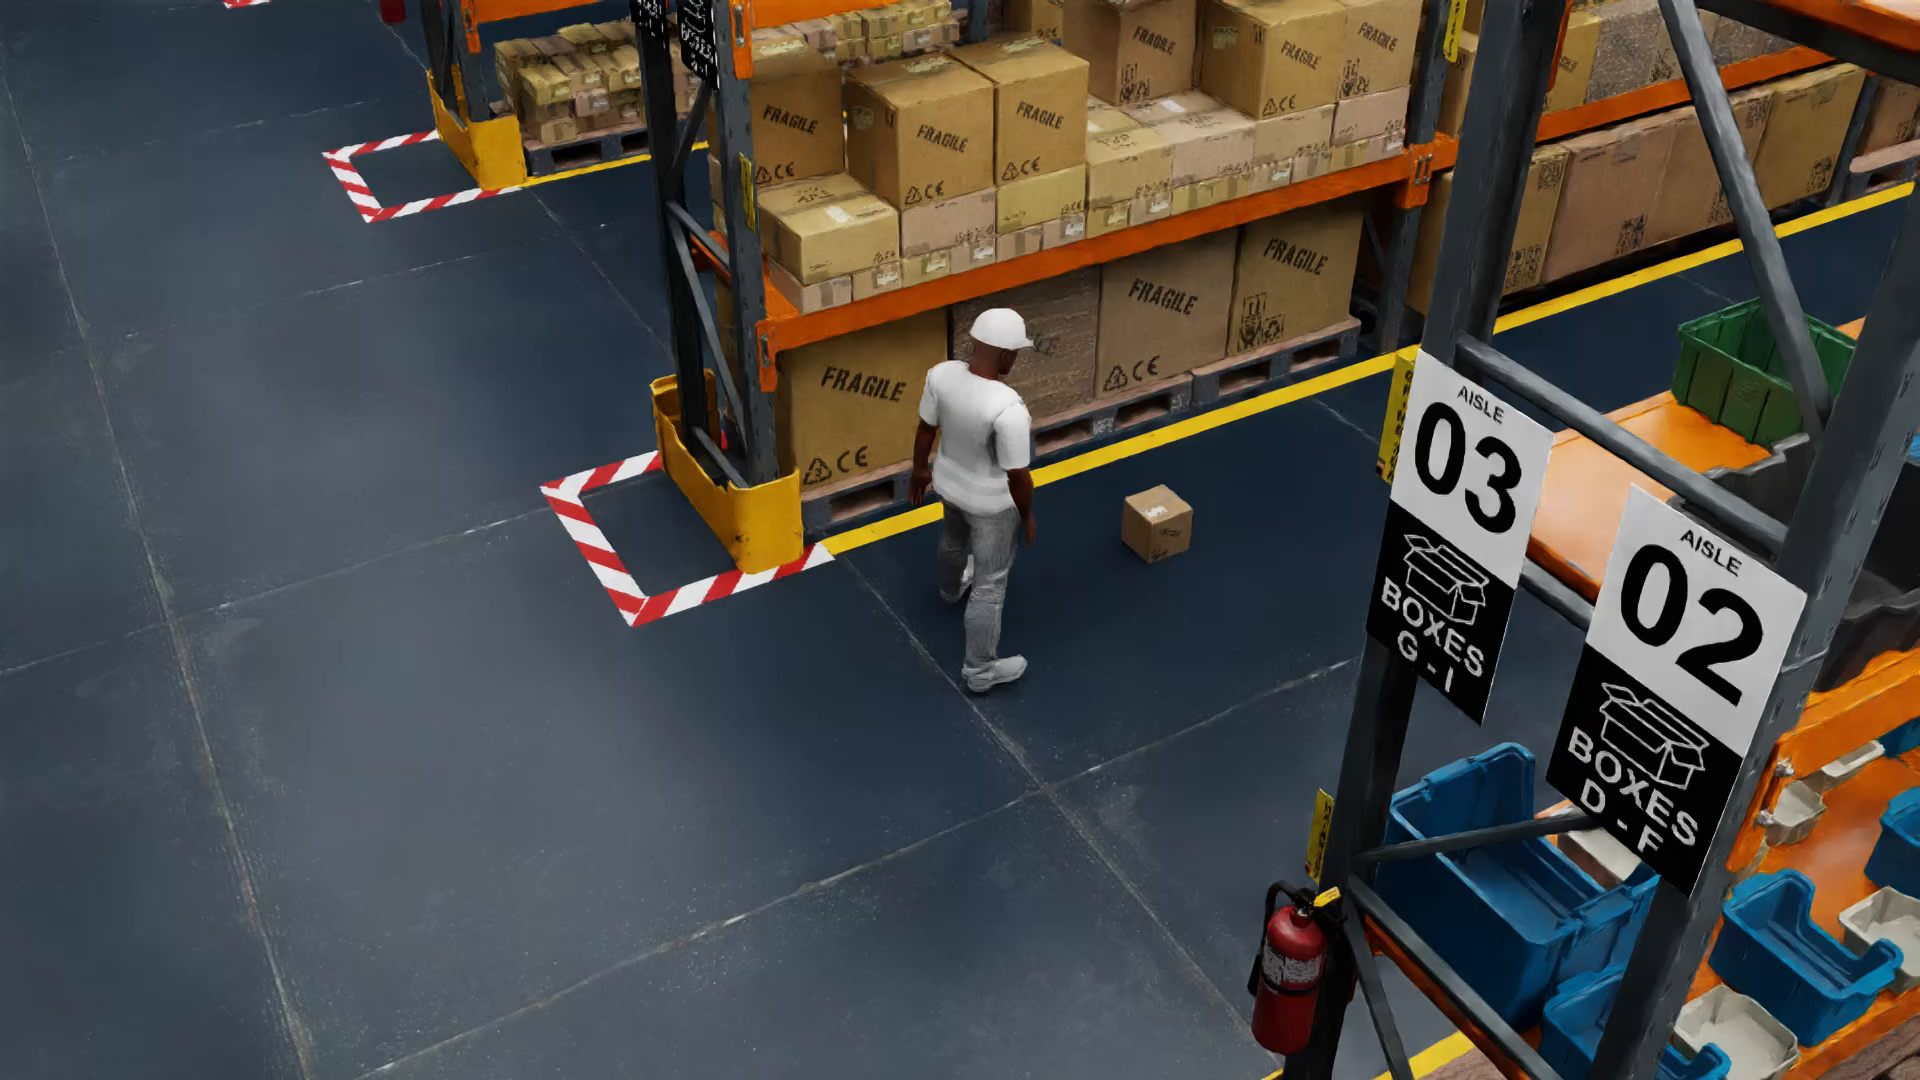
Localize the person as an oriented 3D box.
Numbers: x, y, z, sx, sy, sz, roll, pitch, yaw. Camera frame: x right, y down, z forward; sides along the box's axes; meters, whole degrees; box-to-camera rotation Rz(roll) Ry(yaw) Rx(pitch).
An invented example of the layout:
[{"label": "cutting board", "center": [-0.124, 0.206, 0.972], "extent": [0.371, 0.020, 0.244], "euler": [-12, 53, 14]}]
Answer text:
[{"label": "person", "center": [0.080, -0.268, 7.255], "extent": [0.646, 1.743, 0.759], "euler": [-29, 45, -33]}]
